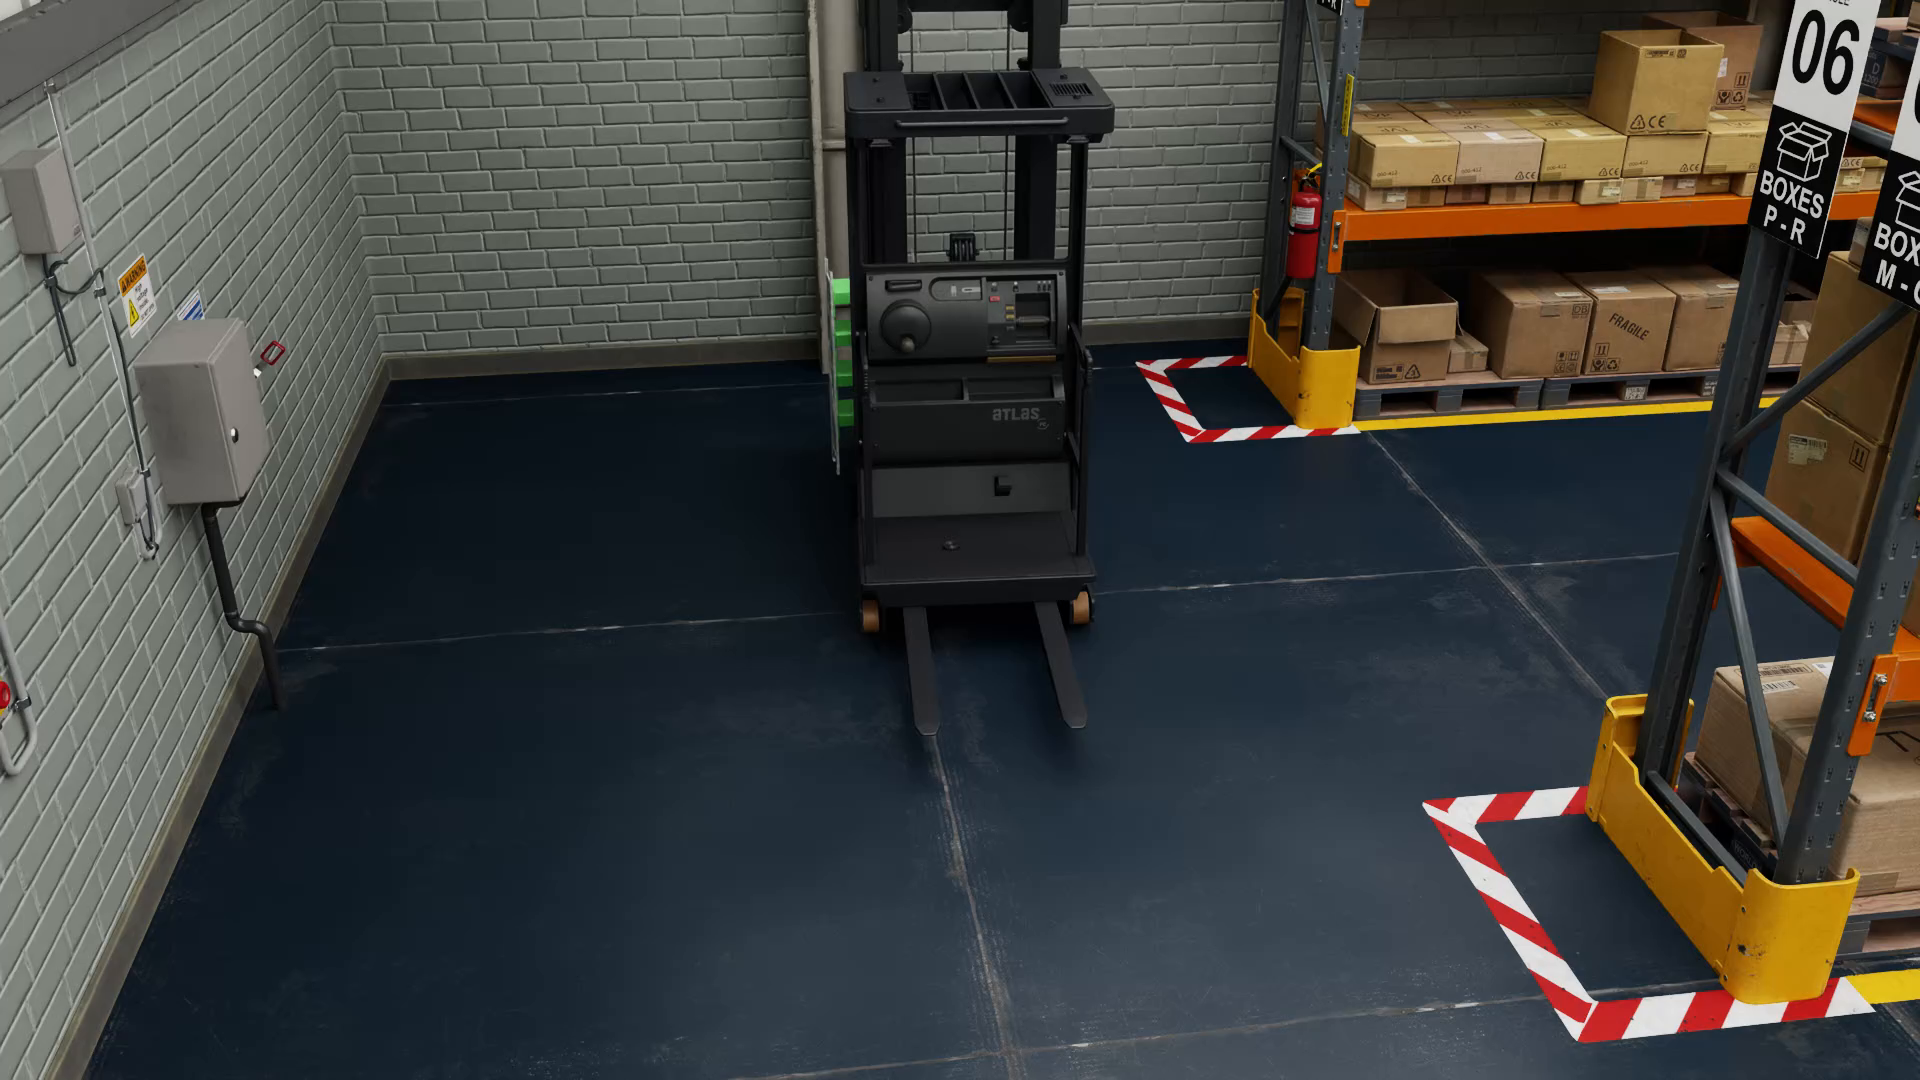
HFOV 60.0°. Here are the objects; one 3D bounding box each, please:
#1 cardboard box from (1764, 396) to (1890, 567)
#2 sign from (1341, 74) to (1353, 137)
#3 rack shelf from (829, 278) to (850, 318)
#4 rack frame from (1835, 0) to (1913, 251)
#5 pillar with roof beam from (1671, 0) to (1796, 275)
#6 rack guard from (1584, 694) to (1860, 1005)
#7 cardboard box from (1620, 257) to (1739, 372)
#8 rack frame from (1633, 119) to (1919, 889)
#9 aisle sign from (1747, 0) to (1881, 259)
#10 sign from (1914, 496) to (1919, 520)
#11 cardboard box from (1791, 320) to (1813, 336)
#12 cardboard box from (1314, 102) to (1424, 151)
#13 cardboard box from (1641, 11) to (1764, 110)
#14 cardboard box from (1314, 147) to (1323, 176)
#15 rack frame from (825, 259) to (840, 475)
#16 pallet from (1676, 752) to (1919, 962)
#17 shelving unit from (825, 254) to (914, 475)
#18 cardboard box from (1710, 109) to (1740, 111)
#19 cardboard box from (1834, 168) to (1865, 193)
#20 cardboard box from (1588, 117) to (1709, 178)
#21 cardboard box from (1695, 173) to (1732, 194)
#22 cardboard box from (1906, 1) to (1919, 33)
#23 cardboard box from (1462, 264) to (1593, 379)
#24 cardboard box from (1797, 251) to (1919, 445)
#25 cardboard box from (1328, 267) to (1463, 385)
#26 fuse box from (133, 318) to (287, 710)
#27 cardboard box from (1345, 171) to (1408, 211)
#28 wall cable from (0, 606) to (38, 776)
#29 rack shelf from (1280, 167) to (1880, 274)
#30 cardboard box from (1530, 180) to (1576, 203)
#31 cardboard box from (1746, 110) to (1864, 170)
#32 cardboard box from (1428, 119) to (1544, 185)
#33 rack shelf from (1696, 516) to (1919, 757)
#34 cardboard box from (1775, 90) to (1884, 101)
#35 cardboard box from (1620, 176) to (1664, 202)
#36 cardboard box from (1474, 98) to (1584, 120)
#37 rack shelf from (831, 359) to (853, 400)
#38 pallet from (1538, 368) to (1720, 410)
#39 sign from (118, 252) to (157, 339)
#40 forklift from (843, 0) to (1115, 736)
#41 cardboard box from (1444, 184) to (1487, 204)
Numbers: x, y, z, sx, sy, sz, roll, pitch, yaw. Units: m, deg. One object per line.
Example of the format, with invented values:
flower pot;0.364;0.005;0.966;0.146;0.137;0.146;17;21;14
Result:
cardboard box;3.203;-0.219;5.781;0.500;0.500;0.500;-4;27;-7
sign;2.143;-2.408;9.208;0.005;0.325;0.100;-4;27;-7
rack shelf;-0.474;-1.349;9.154;0.480;0.148;0.258;-5;28;-10
rack frame;6.028;-2.522;10.380;0.127;3.000;1.000;-4;27;-7
pillar with roof beam;5.812;-3.608;5.925;0.400;9.000;9.100;-4;27;-7
rack guard;2.738;1.090;6.079;0.348;0.500;1.175;-4;27;-7
cardboard box;4.566;-1.441;10.551;0.500;0.500;0.700;-5;28;-9
rack frame;2.762;-0.024;5.511;0.127;3.000;1.000;-4;27;-7
aisle sign;2.648;-1.316;5.182;0.004;0.787;0.394;-4;27;-7
sign;2.833;-0.193;4.806;0.005;0.325;0.100;-4;27;-7
cardboard box;5.517;-1.272;10.607;0.250;0.149;0.380;-4;28;-9
cardboard box;2.485;-2.483;10.141;0.500;0.250;0.500;-3;27;-6
cardboard box;4.516;-2.947;10.225;0.500;0.500;0.500;-4;27;-9
cardboard box;2.358;-2.298;10.219;0.250;0.149;0.380;-4;27;-8
rack frame;-0.714;-0.958;9.303;0.015;1.200;0.240;-5;28;-10
pallet;3.543;1.130;6.316;1.213;0.211;1.003;-4;27;-7
shelving unit;-0.474;-0.979;9.344;0.503;1.200;0.258;-5;28;-10
cardboard box;4.493;-2.611;10.392;0.500;0.250;0.500;-3;27;-6
cardboard box;5.238;-2.222;10.070;0.250;0.149;0.380;-3;27;-6
cardboard box;4.058;-2.348;9.880;0.500;0.250;0.500;-4;27;-8
cardboard box;4.455;-2.223;10.072;0.250;0.149;0.380;-3;27;-6
cardboard box;3.195;-1.593;4.877;0.500;0.250;0.500;-6;28;-12
cardboard box;3.538;-1.375;10.423;0.500;0.500;0.700;-3;27;-5
cardboard box;3.206;-0.652;5.530;0.500;0.500;0.500;-3;27;-5
cardboard box;2.686;-1.340;10.350;0.637;0.503;0.797;-5;28;-9
fuse box;-2.967;-0.041;6.955;0.414;1.711;0.539;-4;27;-7
cardboard box;2.431;-2.053;9.740;0.250;0.149;0.380;-4;27;-8
wall cable;-2.818;-0.121;4.552;0.123;1.953;0.585;-4;27;-7
rack shelf;4.047;-2.075;10.296;4.000;0.370;1.077;-4;27;-7
cardboard box;3.452;-2.130;9.891;0.250;0.149;0.380;-3;27;-6
cardboard box;5.063;-2.406;9.993;0.500;0.250;0.500;-4;27;-7
cardboard box;3.053;-2.273;9.732;0.500;0.250;0.500;-3;27;-7
rack shelf;4.743;0.169;5.923;4.000;0.370;1.077;-4;27;-7
cardboard box;5.500;-2.678;10.522;0.500;0.250;0.500;-4;27;-8
cardboard box;3.971;-2.138;9.907;0.250;0.149;0.380;-3;27;-6
cardboard box;3.487;-2.544;10.261;0.500;0.250;0.500;-3;27;-5
rack shelf;-0.474;-0.922;9.373;0.480;0.148;0.258;-5;28;-10
pallet;4.137;-1.159;10.778;1.213;0.211;1.003;-4;27;-7
sign;-3.164;-0.943;6.397;0.001;0.242;0.339;-4;27;-7
forklift;0.051;-1.018;7.524;1.130;2.935;3.031;-2;27;-4
cardboard box;2.931;-2.122;9.876;0.250;0.149;0.380;-4;27;-8
